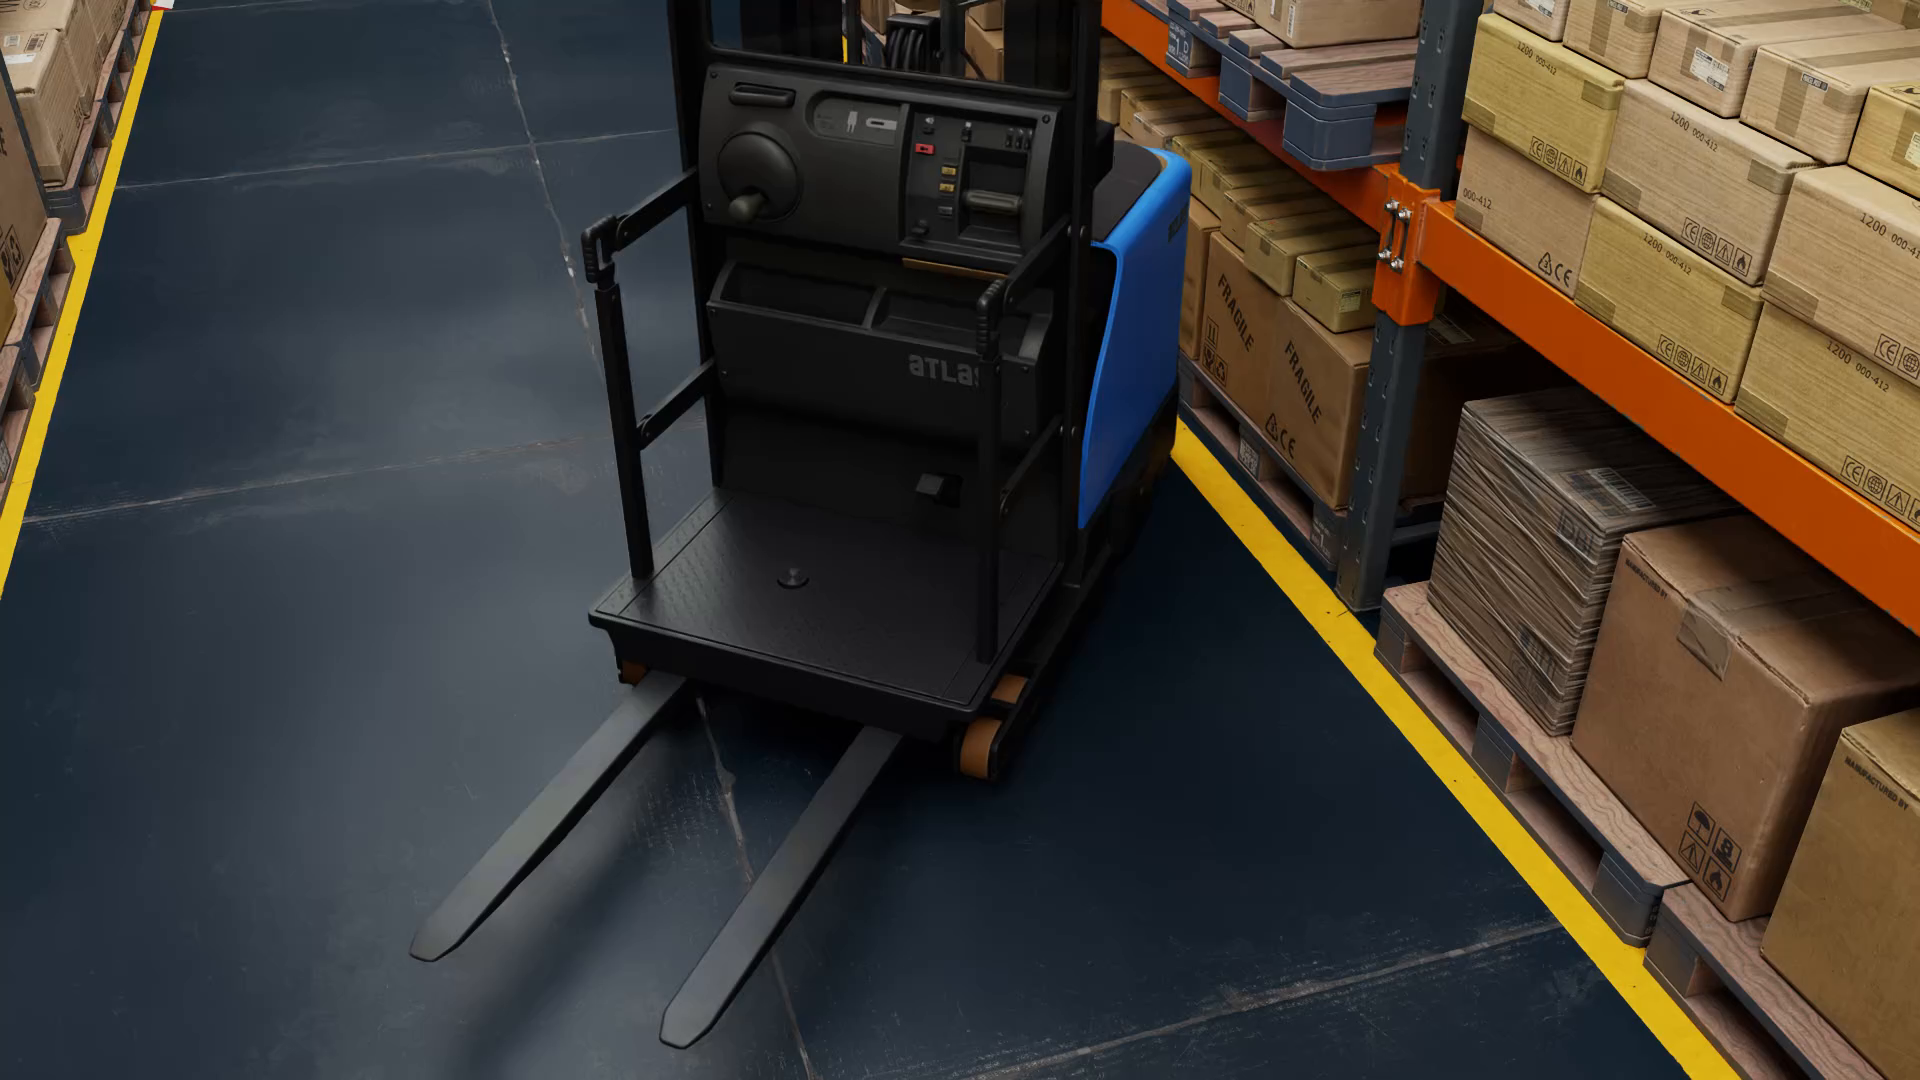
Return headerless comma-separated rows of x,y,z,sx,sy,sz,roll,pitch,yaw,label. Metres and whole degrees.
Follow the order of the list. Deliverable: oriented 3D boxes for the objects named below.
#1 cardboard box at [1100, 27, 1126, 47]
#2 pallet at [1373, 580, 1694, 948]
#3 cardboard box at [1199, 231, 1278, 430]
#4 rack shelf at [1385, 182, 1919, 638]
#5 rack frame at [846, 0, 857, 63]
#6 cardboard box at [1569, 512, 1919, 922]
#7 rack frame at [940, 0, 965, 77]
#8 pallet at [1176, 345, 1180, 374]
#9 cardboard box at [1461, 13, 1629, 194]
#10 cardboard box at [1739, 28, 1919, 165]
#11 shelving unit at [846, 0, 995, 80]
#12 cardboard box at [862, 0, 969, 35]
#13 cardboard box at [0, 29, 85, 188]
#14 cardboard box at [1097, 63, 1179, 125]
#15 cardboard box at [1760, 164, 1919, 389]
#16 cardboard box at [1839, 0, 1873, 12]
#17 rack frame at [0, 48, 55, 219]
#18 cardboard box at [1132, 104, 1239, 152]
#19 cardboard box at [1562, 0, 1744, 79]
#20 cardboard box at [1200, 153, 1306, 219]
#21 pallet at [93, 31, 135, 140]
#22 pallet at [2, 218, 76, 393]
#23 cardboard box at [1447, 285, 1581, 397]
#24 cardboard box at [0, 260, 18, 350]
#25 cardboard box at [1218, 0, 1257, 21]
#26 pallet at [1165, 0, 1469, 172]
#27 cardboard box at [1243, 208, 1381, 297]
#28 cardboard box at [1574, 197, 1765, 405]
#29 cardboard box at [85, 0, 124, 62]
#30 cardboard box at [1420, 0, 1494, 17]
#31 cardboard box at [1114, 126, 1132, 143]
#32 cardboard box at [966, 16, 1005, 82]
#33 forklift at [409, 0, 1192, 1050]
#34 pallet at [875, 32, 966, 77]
0.600,-2.007,6.865,0.380,0.149,0.250,-11,35,-16,cardboard box
1.834,0.458,4.365,1.003,0.211,1.213,-10,35,-15,pallet
1.144,-0.727,5.516,0.500,0.500,0.500,-11,35,-15,cardboard box
2.231,0.206,2.870,1.077,0.370,4.000,-10,35,-15,rack shelf
-0.570,-1.630,6.356,0.500,1.500,0.032,-28,43,-35,rack frame
2.005,0.343,3.783,0.875,0.625,0.625,-9,34,-13,cardboard box
0.400,-3.244,7.439,1.000,3.000,0.127,-10,35,-15,rack frame
1.060,-1.019,6.600,1.003,0.211,1.213,-10,35,-15,pallet
1.499,-1.012,3.743,0.500,0.250,0.500,-10,35,-15,cardboard box
1.714,-0.834,3.112,0.380,0.149,0.250,-10,35,-14,cardboard box
-0.217,-1.429,6.051,0.538,1.500,1.048,-28,43,-35,shelving unit
-0.183,-3.139,9.166,0.700,0.500,0.500,-11,35,-17,cardboard box
-4.415,-1.862,7.289,0.875,0.438,0.875,-11,35,-15,cardboard box
0.714,-1.739,6.459,0.380,0.149,0.250,-9,34,-13,cardboard box
1.817,-0.475,2.931,0.500,0.250,0.500,-11,35,-16,cardboard box
2.099,-1.201,3.668,0.380,0.149,0.250,-9,35,-13,cardboard box
-4.326,-2.408,6.173,1.000,3.000,0.127,-10,35,-15,rack frame
0.851,-1.465,6.044,0.380,0.149,0.250,-12,35,-17,cardboard box
1.520,-1.100,3.514,0.380,0.149,0.250,-9,35,-14,cardboard box
1.040,-1.194,5.634,0.380,0.149,0.250,-9,35,-13,cardboard box
-4.859,-2.298,8.537,1.003,0.211,1.213,-10,35,-15,pallet
-4.018,-0.852,6.348,1.003,0.211,1.213,-10,35,-15,pallet
1.759,-0.545,5.240,0.500,0.500,0.500,-9,34,-13,cardboard box
-3.777,-0.911,5.455,0.875,0.875,0.875,-9,35,-13,cardboard box
0.990,-1.756,4.942,0.500,0.250,0.500,-12,35,-17,cardboard box
1.347,-1.408,4.834,1.213,0.211,1.003,-10,35,-15,pallet
1.116,-0.902,5.192,0.380,0.149,0.250,-12,35,-17,cardboard box
1.672,-0.543,3.486,0.500,0.250,0.500,-11,35,-16,cardboard box
-4.962,-2.805,8.718,0.875,0.438,0.875,-9,35,-13,cardboard box
1.612,-1.658,4.566,0.500,0.500,0.500,-8,34,-12,cardboard box
0.806,-1.271,6.339,0.500,0.500,0.500,-11,35,-16,cardboard box
0.334,-2.085,7.571,0.500,0.500,0.500,-9,34,-13,cardboard box
-0.293,-0.866,3.902,1.130,2.935,3.031,13,35,18,forklift
0.192,-2.442,8.754,1.003,0.211,1.213,-10,35,-15,pallet
